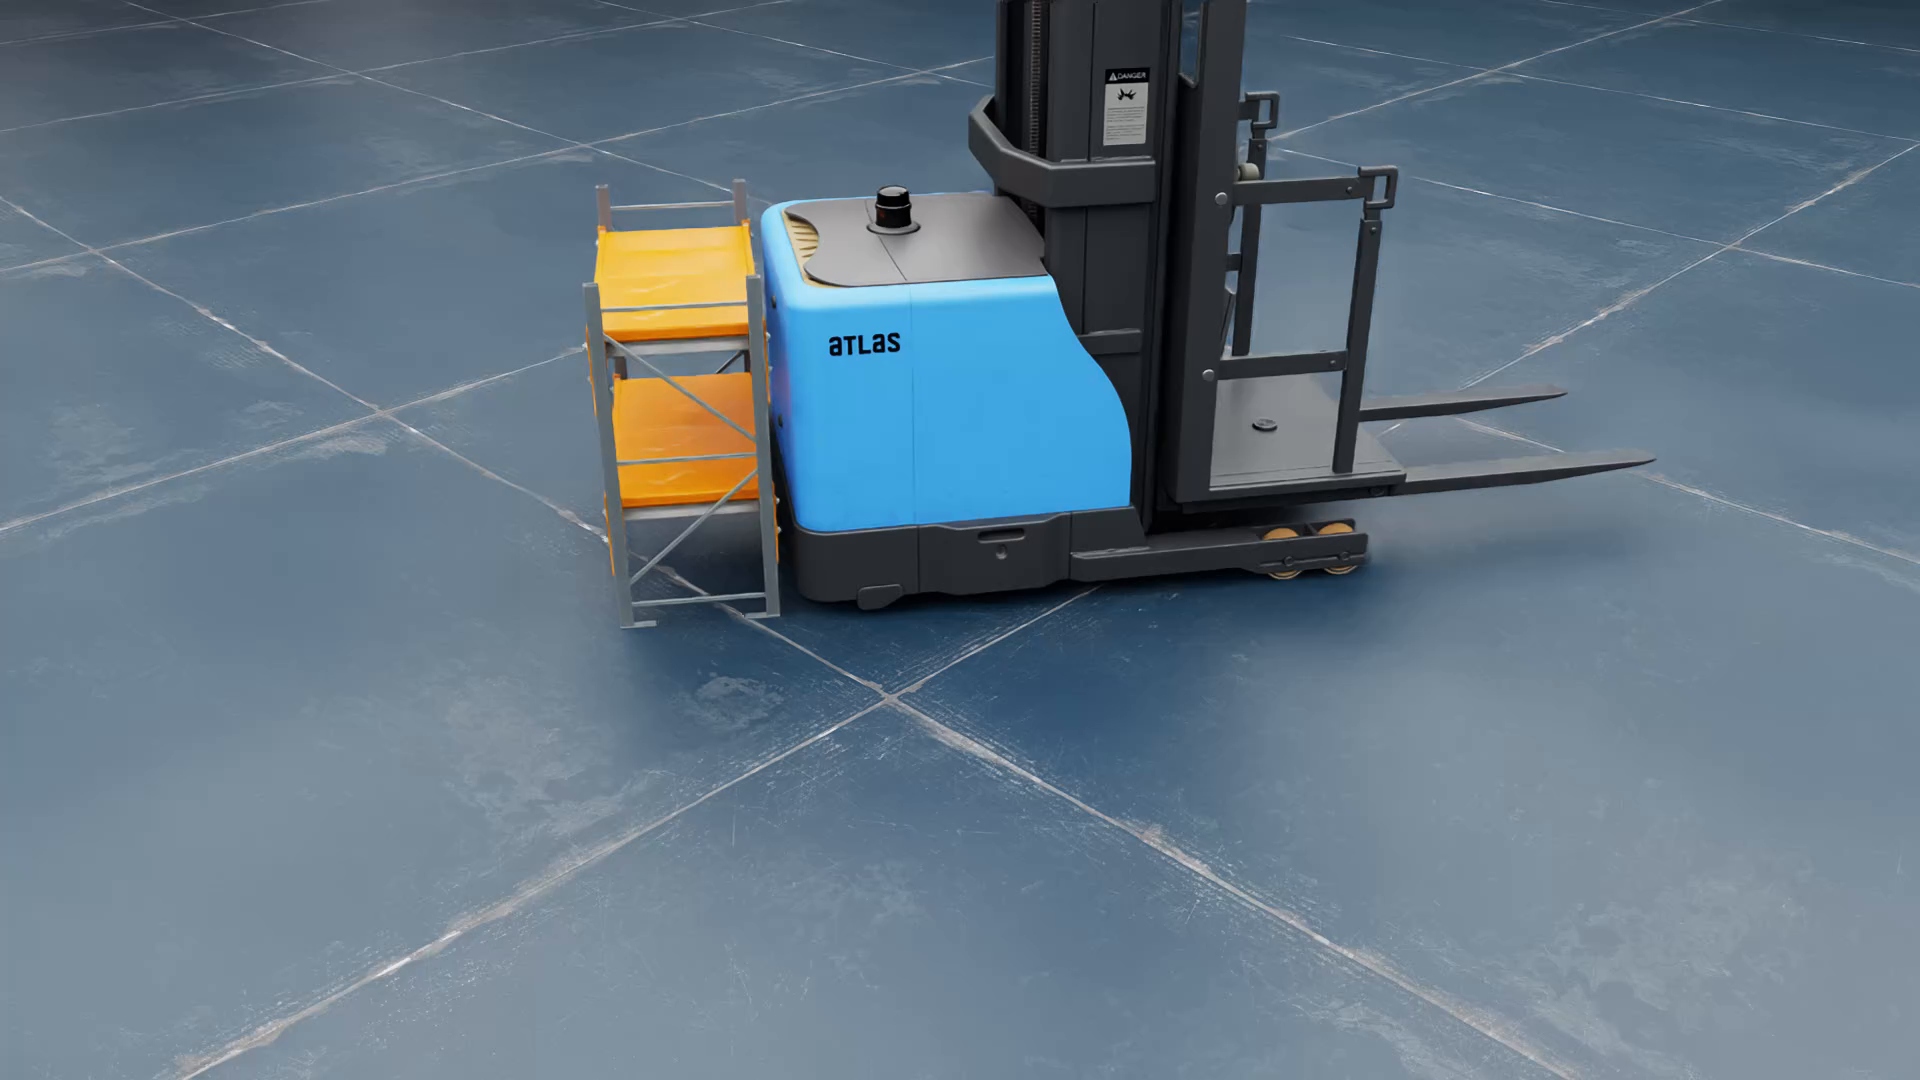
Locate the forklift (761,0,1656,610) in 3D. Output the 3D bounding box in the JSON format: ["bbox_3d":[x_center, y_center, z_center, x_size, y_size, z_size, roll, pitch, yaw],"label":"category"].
[{"bbox_3d":[0.886,-1.403,5.268,3.031,2.935,1.130,-5,28,-10],"label":"forklift"}]

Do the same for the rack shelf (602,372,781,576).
[{"bbox_3d":[-0.899,-0.259,5.559,0.538,0.278,1.000,-4,28,-8],"label":"rack shelf"}]

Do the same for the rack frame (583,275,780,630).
[{"bbox_3d":[-0.820,-0.241,5.000,0.500,1.125,0.032,-4,28,-8],"label":"rack frame"}]

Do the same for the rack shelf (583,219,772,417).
[{"bbox_3d":[-0.899,-0.734,5.309,0.538,0.278,1.000,-4,28,-8],"label":"rack shelf"}]

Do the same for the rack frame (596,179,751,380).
[{"bbox_3d":[-0.979,-0.709,5.889,0.500,1.125,0.032,-4,28,-8],"label":"rack frame"}]

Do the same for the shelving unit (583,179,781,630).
[{"bbox_3d":[-0.899,-0.475,5.445,0.538,1.125,1.048,-4,28,-8],"label":"shelving unit"}]
